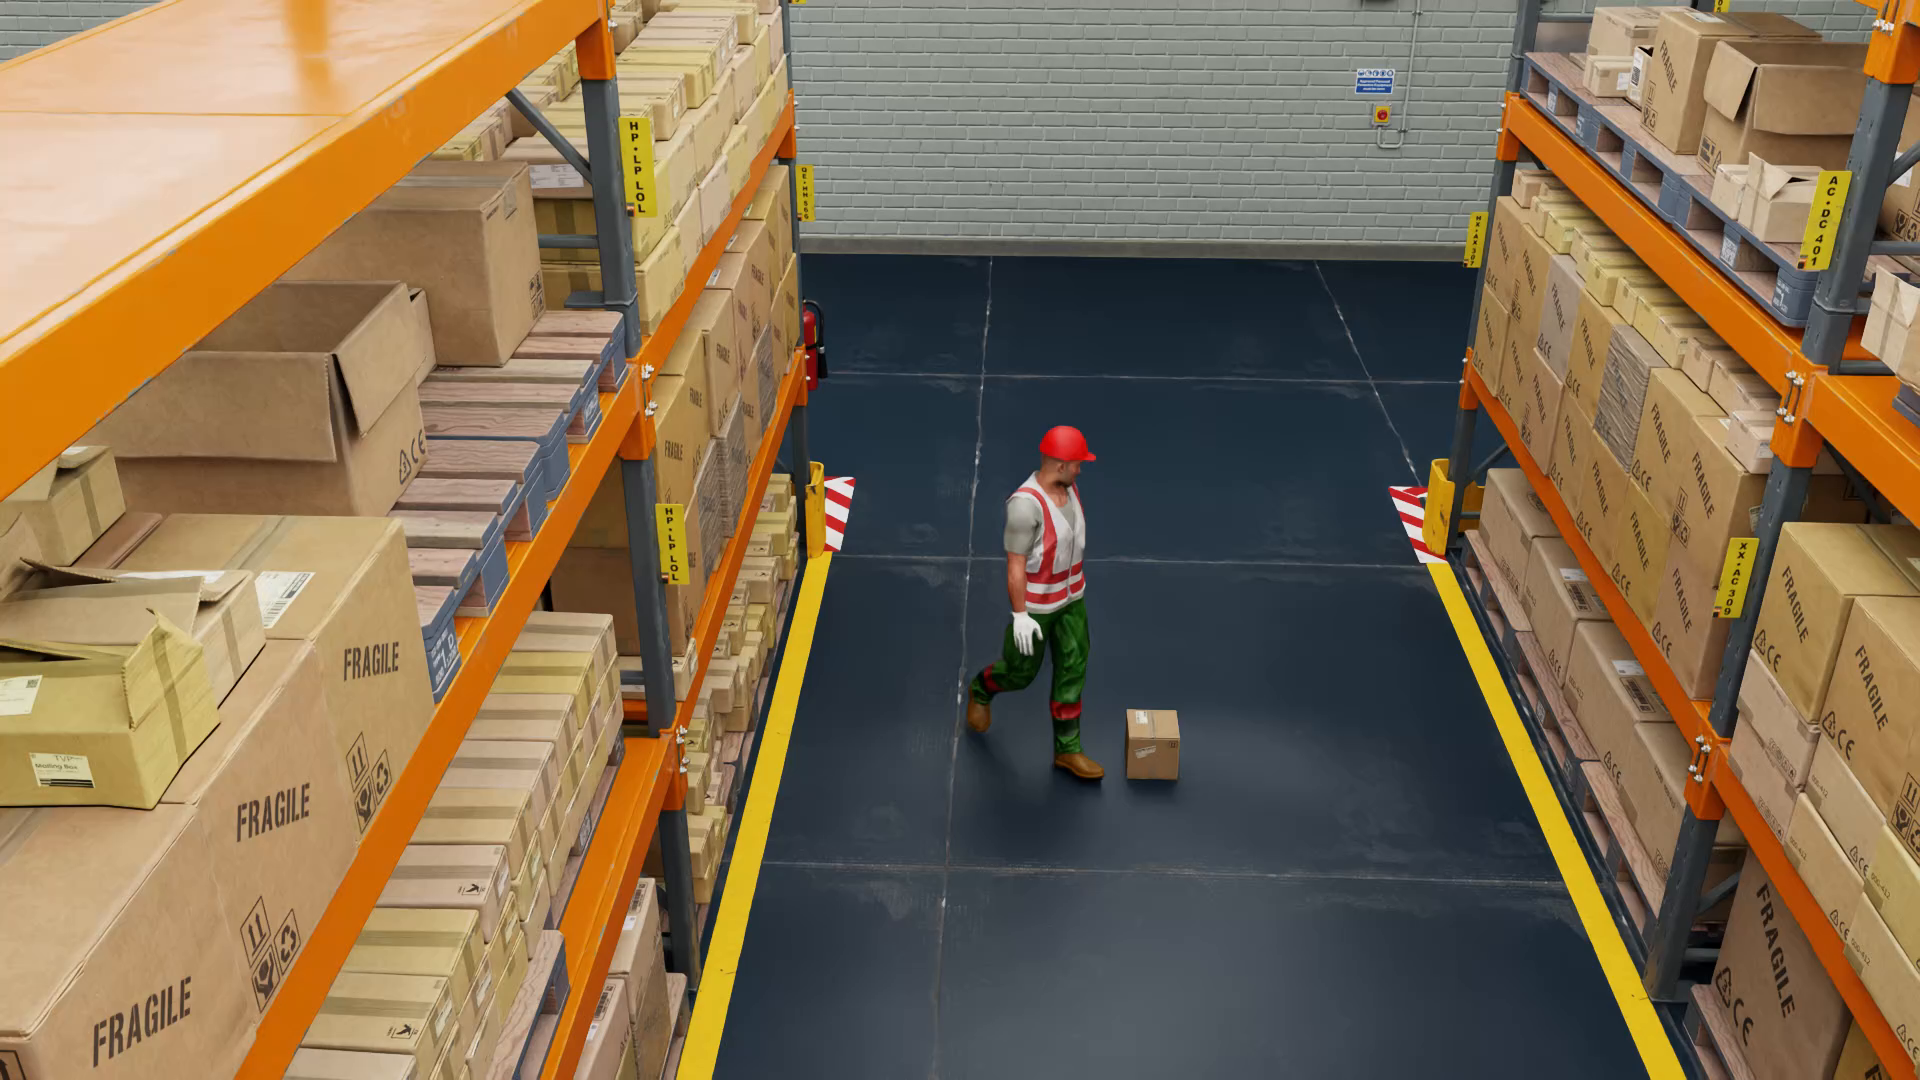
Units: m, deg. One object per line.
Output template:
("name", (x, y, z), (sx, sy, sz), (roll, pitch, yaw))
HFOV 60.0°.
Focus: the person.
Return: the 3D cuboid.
("person", (0.377, 0.288, 8.052), (0.880, 1.763, 0.602), (25, 36, 38))
